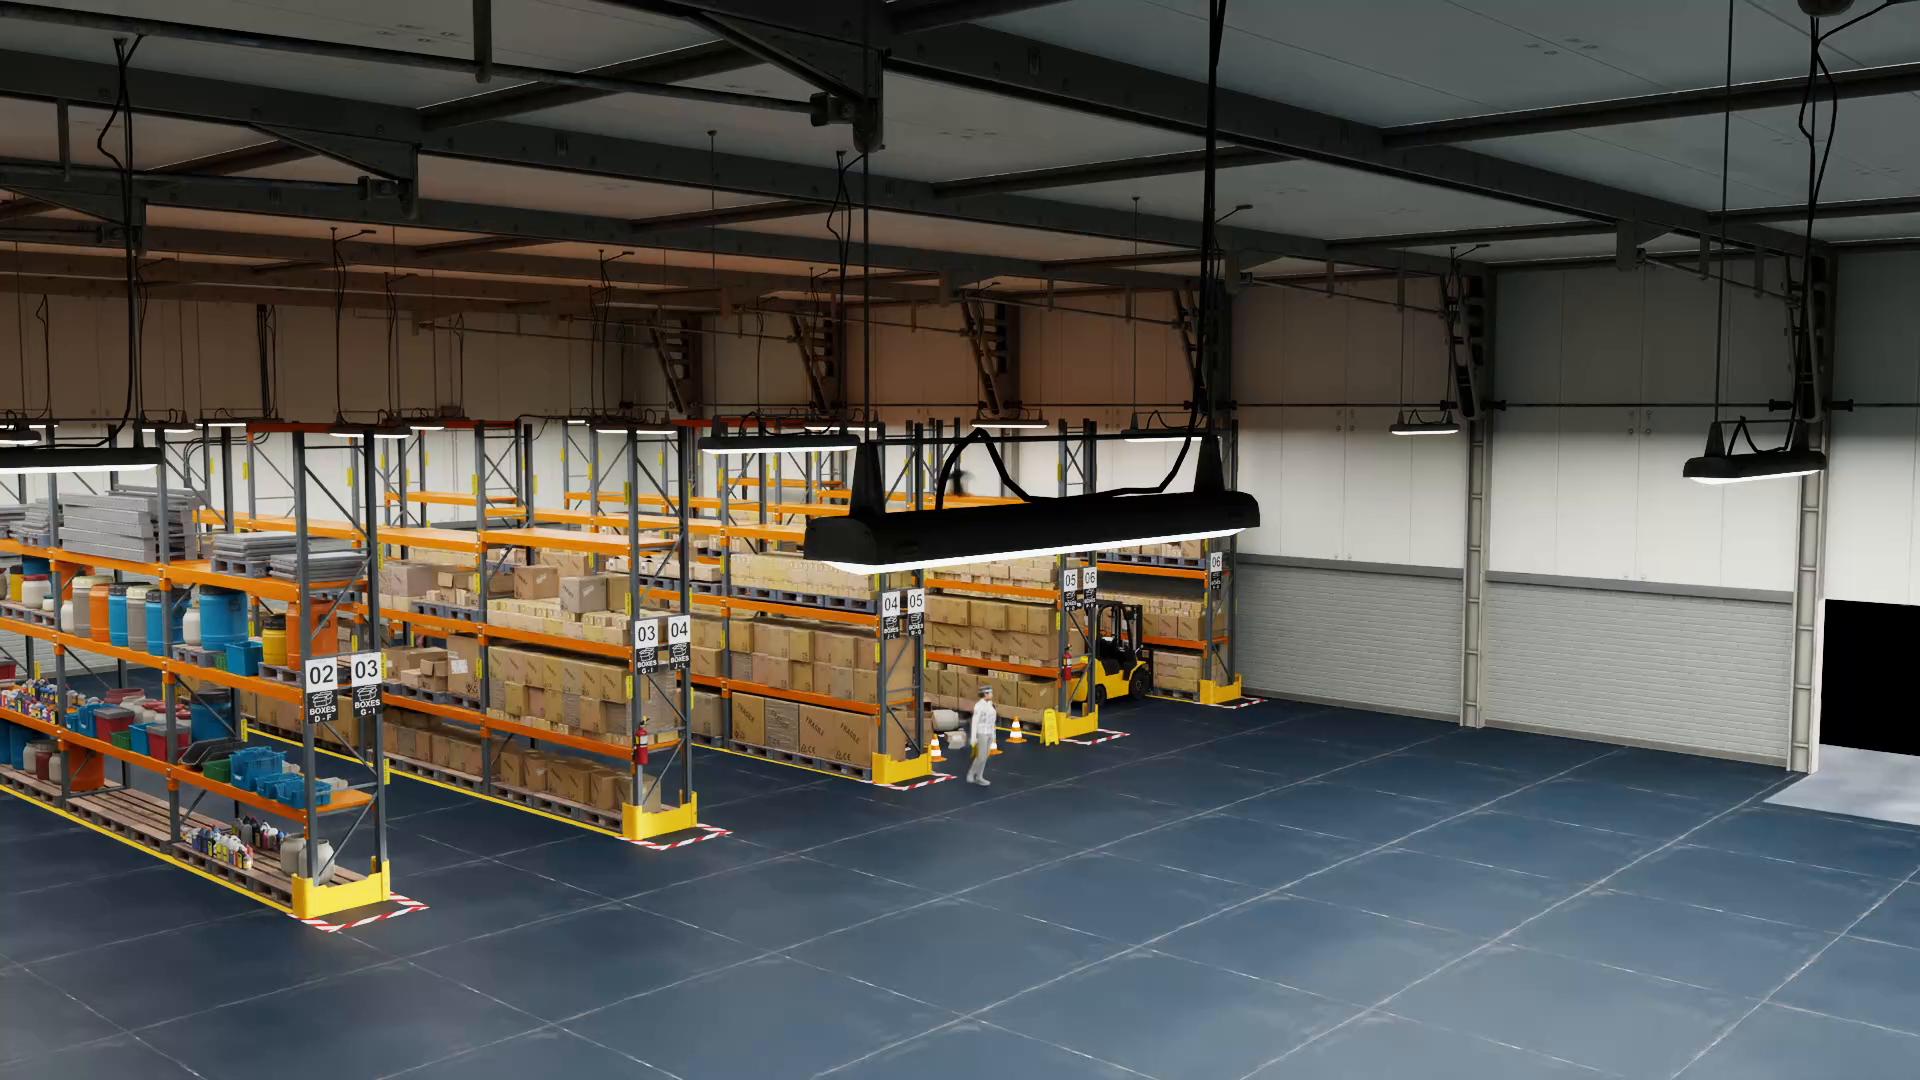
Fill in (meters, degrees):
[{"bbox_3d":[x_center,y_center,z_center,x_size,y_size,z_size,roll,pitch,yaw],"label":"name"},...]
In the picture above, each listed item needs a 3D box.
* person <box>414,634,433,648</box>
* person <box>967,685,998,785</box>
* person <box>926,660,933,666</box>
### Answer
[{"bbox_3d":[-12.951,2.253,40.115,0.579,1.624,0.940,3,6,36],"label":"person"},{"bbox_3d":[0.357,3.236,27.610,0.448,1.663,0.560,3,6,32],"label":"person"},{"bbox_3d":[-1.069,2.259,38.953,0.957,1.761,0.702,3,6,33],"label":"person"}]
